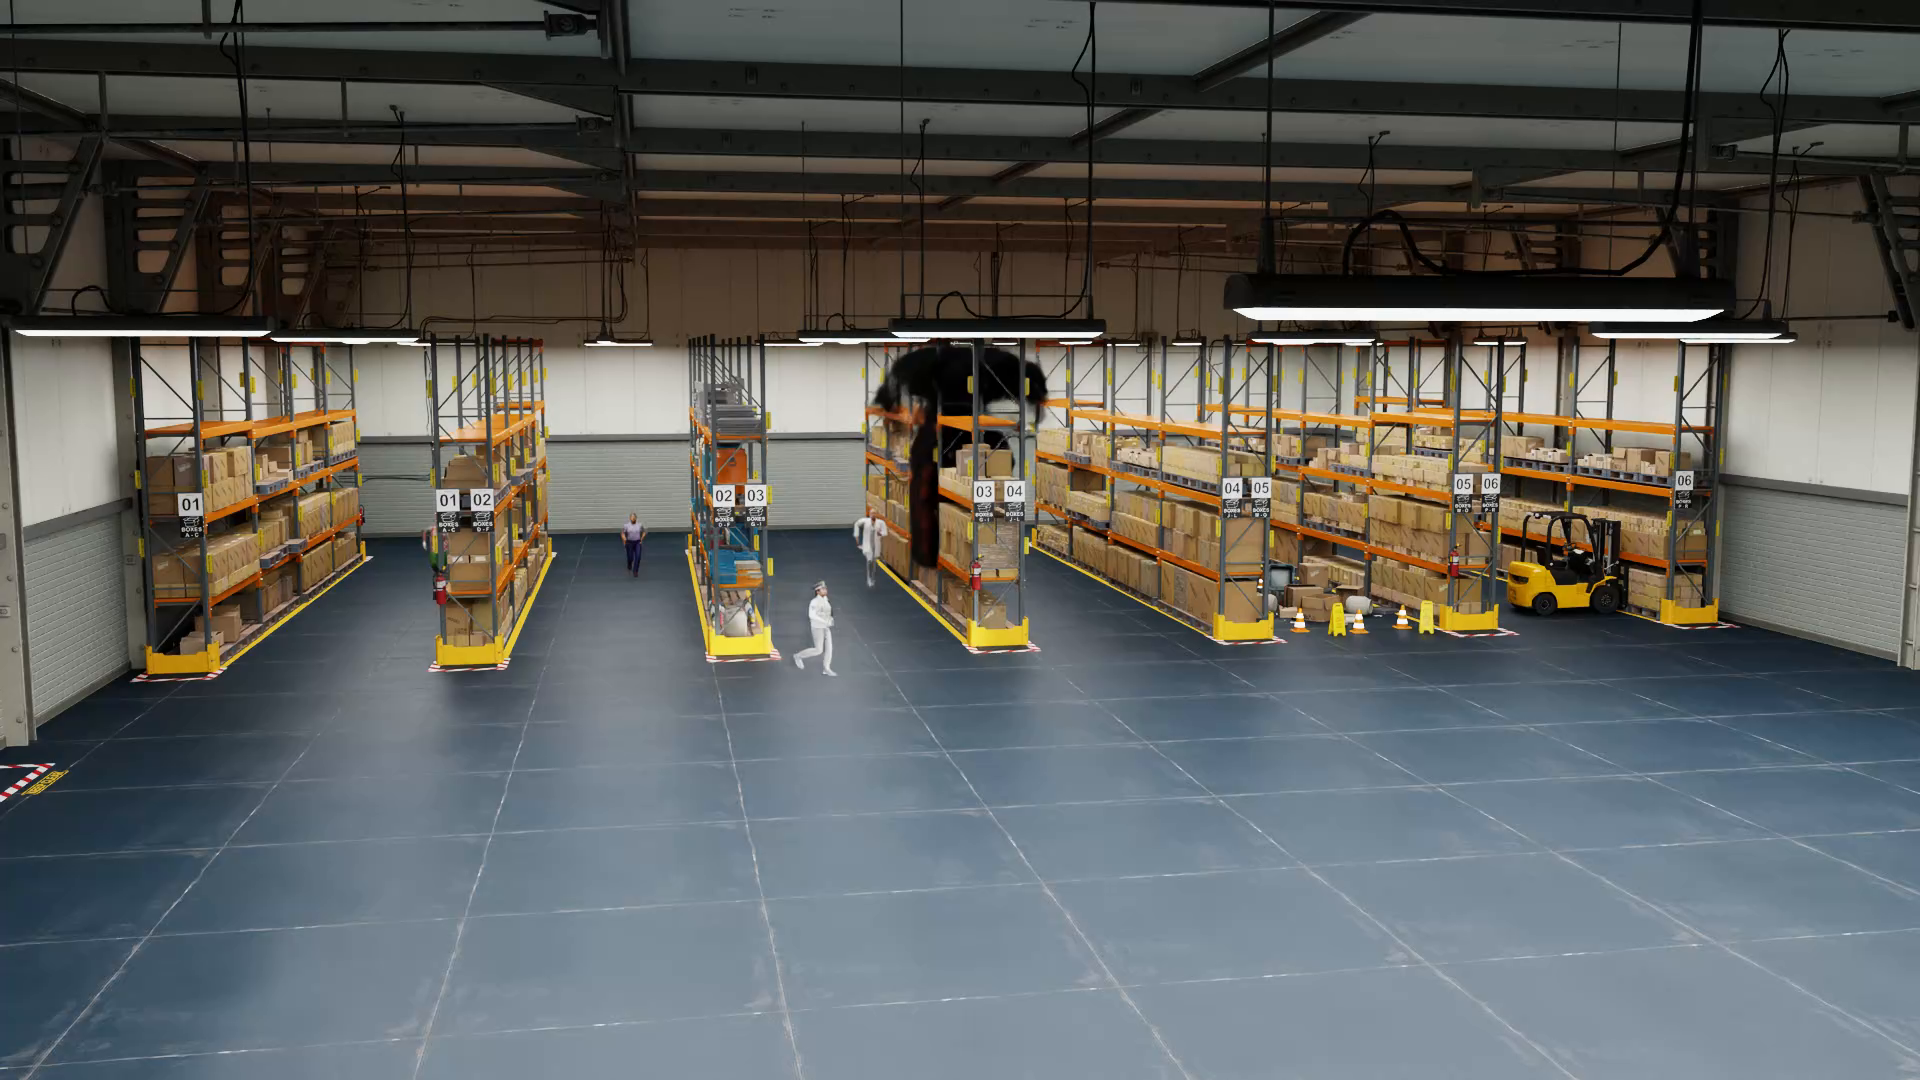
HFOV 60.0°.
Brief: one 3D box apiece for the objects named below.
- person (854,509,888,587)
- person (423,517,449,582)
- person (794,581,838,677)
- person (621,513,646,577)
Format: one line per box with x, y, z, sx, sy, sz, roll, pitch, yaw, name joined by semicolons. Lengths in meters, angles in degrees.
-2.050;0.177;38.393;0.749;1.817;0.853;-1;7;-9;person
-12.543;0.278;39.896;0.707;1.727;0.740;-1;7;-10;person
-2.510;1.555;29.318;0.791;1.689;0.625;3;7;23;person
-8.257;0.127;42.109;0.614;1.599;0.575;-2;7;-16;person
